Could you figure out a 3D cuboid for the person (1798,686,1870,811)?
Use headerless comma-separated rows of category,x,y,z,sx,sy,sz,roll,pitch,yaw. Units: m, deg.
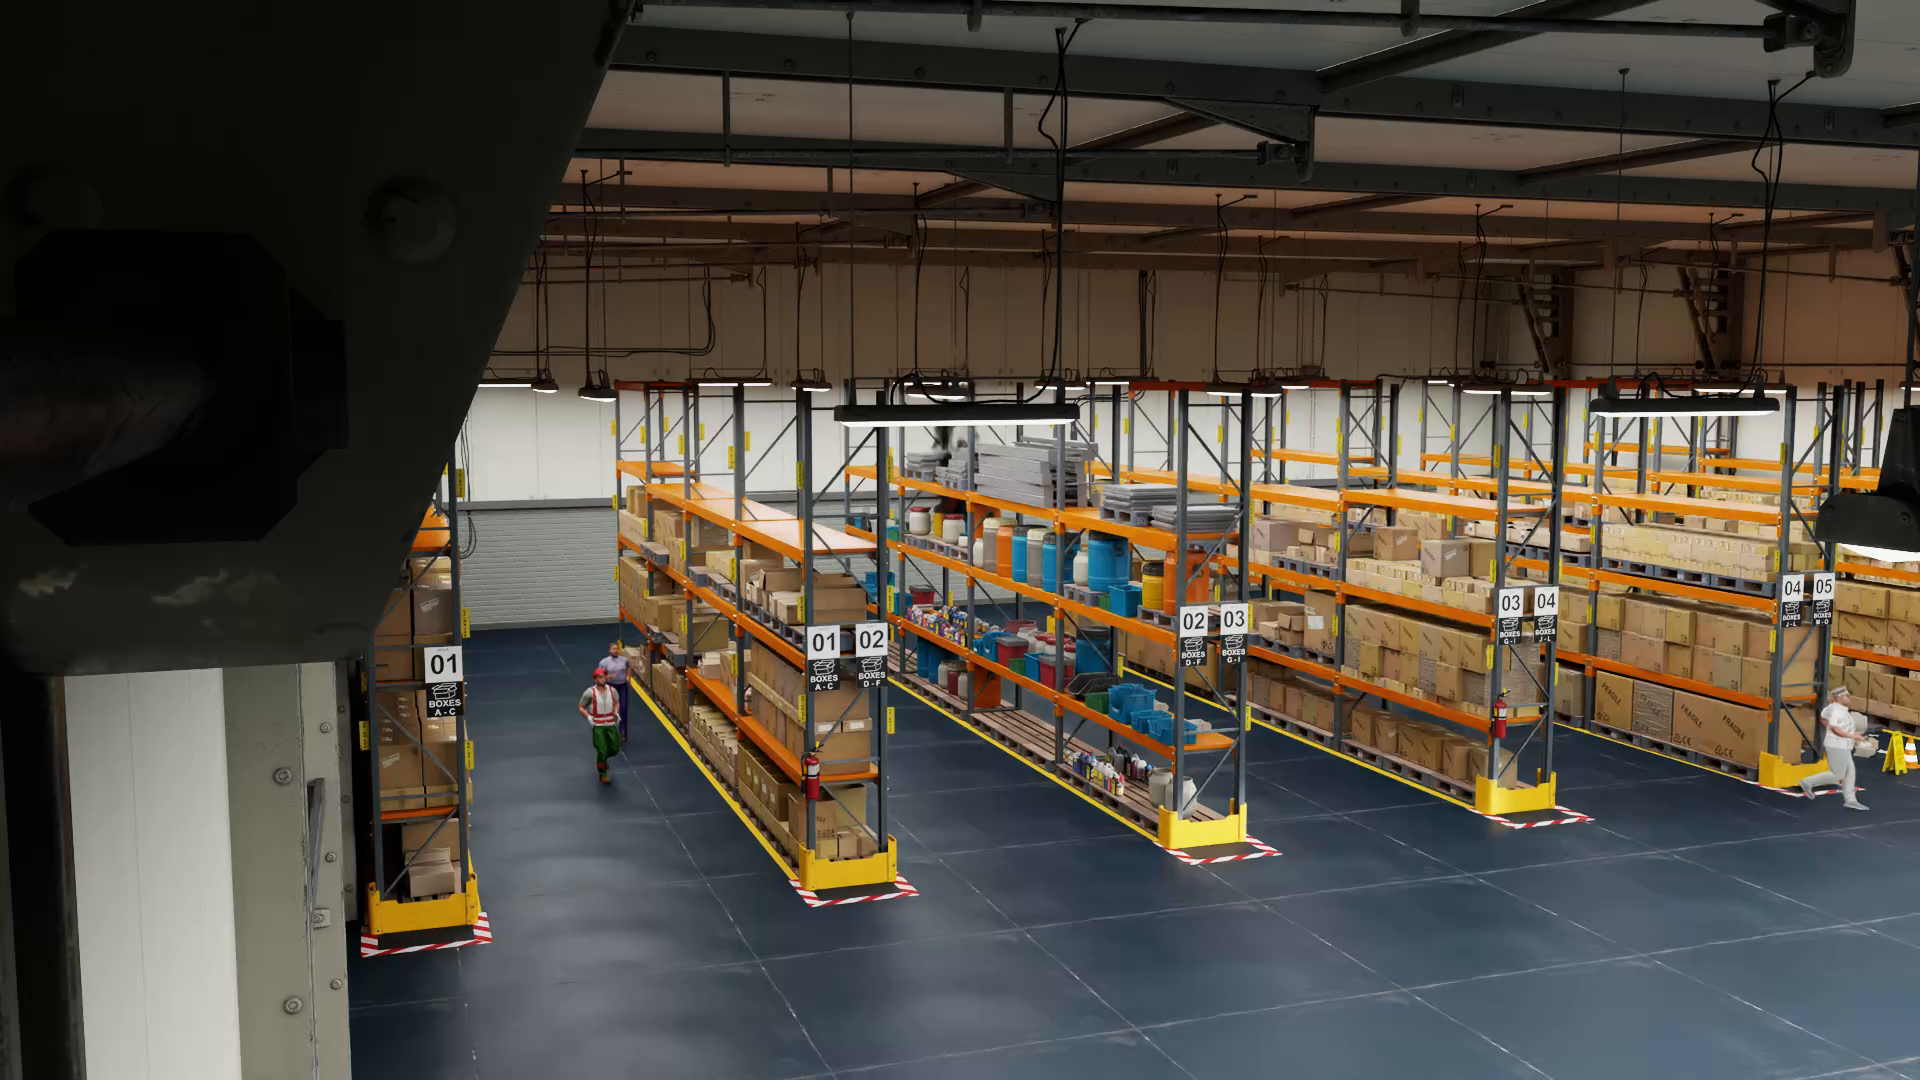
person,12.510,2.953,23.750,0.931,1.782,0.667,3,7,24

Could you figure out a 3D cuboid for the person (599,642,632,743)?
person,-5.809,2.535,28.045,0.607,1.632,0.941,-2,6,-19

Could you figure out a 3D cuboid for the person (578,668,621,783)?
person,-5.450,2.799,25.250,0.653,1.737,0.584,-4,7,-32
